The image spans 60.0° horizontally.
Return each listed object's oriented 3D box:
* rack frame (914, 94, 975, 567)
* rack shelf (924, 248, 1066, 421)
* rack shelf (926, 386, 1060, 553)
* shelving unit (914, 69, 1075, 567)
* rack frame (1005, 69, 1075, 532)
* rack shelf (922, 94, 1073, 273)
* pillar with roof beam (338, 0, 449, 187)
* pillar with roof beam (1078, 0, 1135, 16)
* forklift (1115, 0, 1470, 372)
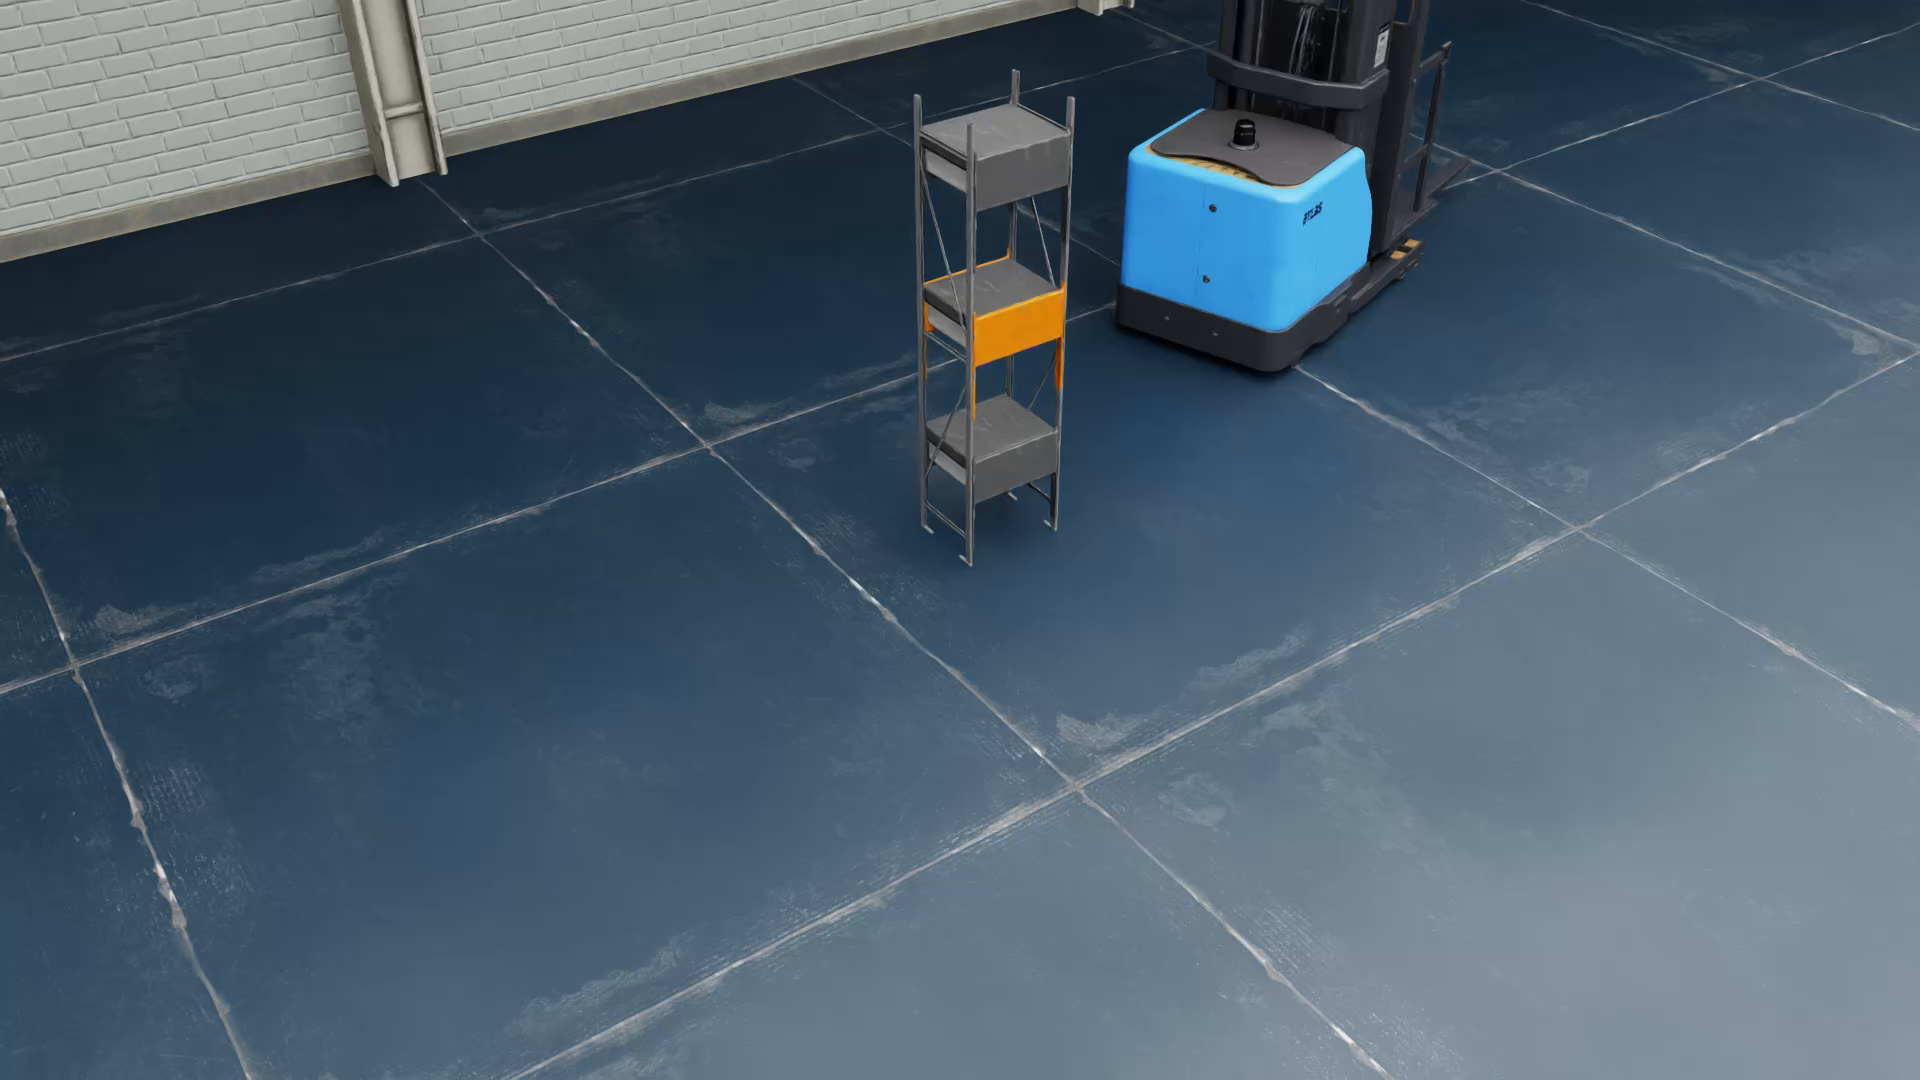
[{"bbox_3d":[-0.064,-0.826,7.100,0.015,2.100,0.400,-22,41,-28],"label":"rack frame"},{"bbox_3d":[0.135,-0.897,7.222,0.480,0.518,0.431,-22,41,-28],"label":"rack shelf"},{"bbox_3d":[0.135,-0.329,7.631,0.480,0.518,0.431,-22,41,-28],"label":"rack shelf"},{"bbox_3d":[0.135,-0.908,7.214,0.503,2.100,0.431,-22,41,-28],"label":"shelving unit"},{"bbox_3d":[0.335,-0.990,7.328,0.015,2.100,0.400,-22,41,-28],"label":"rack frame"},{"bbox_3d":[0.135,-1.465,6.814,0.480,0.518,0.431,-22,41,-28],"label":"rack shelf"},{"bbox_3d":[-1.206,-4.070,5.702,0.400,9.000,9.100,-22,41,-28],"label":"pillar with roof beam"},{"bbox_3d":[3.698,-6.088,8.508,0.400,9.000,9.100,-22,41,-28],"label":"pillar with roof beam"},{"bbox_3d":[2.153,-2.897,9.267,1.130,2.935,3.031,23,42,29],"label":"forklift"}]
